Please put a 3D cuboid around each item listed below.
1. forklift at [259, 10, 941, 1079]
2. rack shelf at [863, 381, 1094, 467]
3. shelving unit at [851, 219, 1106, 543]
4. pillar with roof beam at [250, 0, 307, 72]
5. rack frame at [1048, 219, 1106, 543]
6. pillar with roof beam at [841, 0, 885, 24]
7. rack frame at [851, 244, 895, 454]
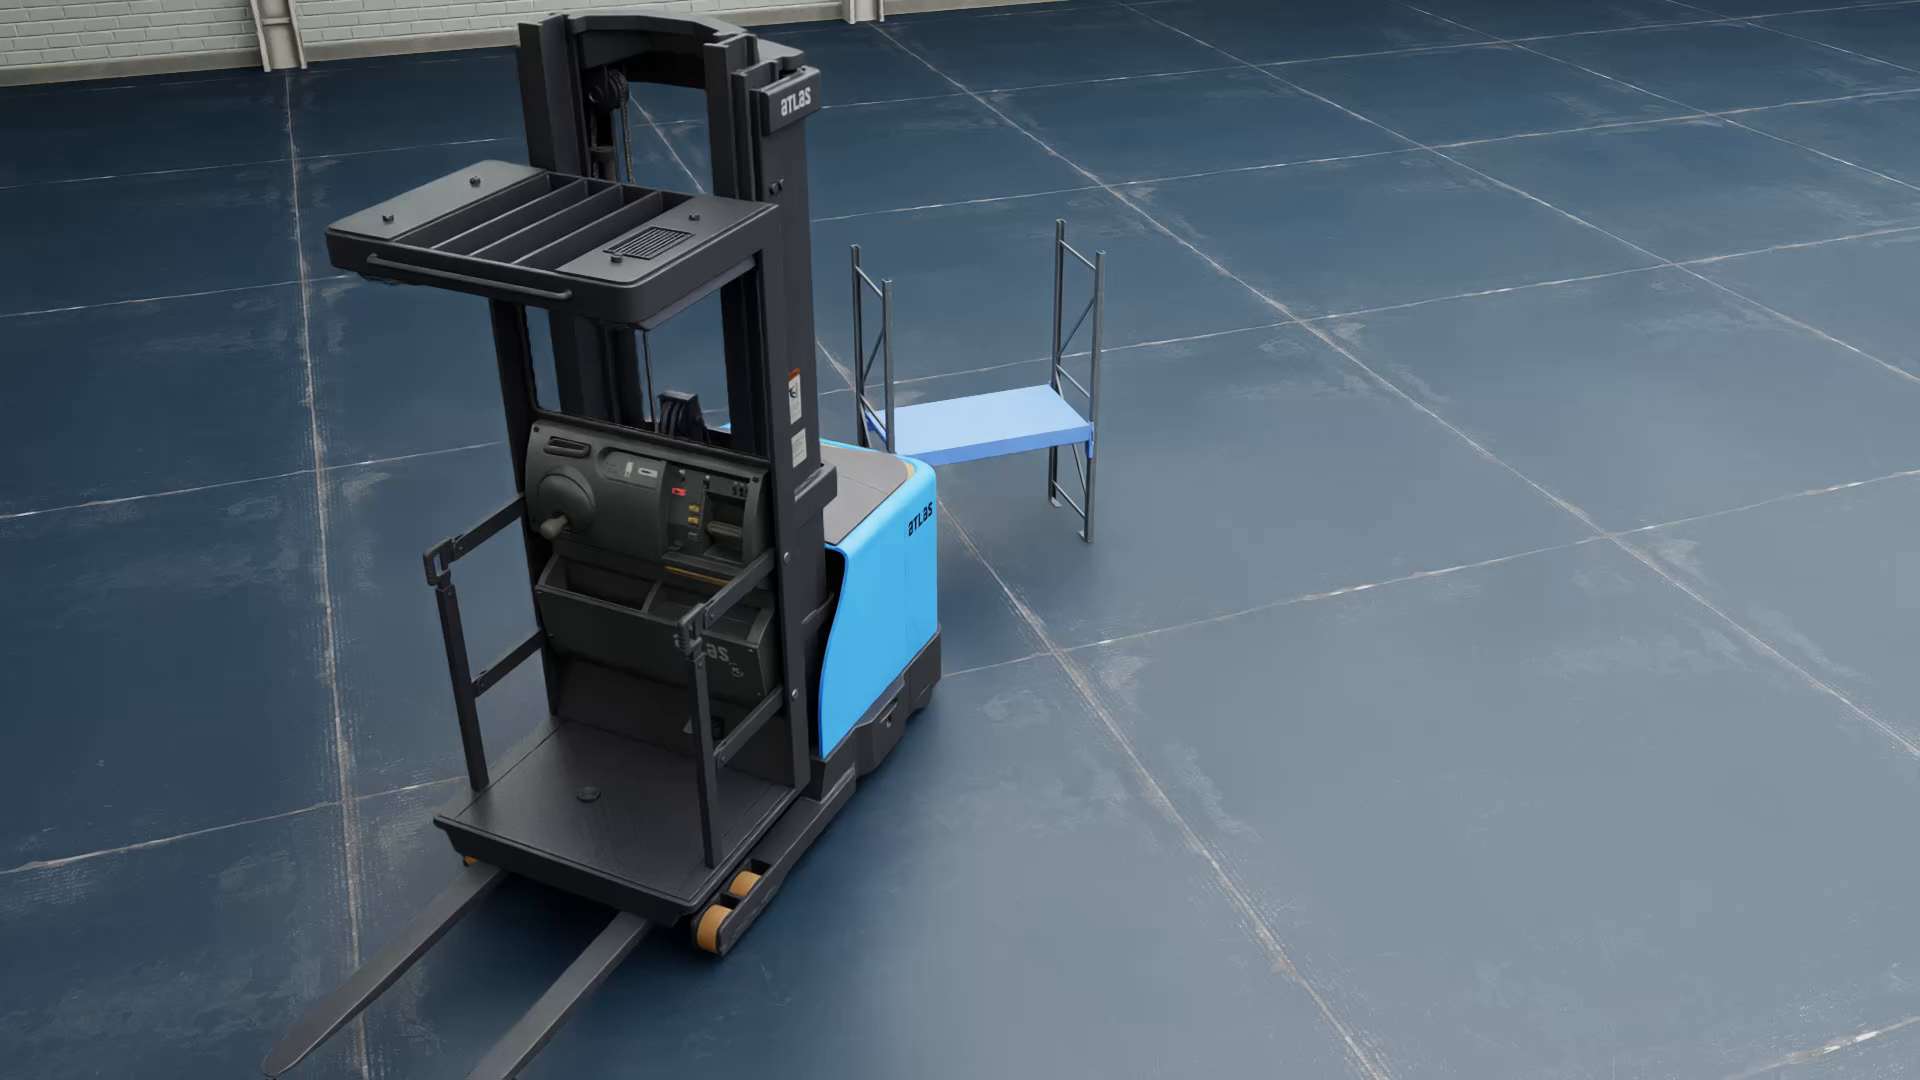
[{"bbox_3d":[-1.164,-0.092,5.450,1.130,2.935,3.031,13,32,22],"label":"forklift"},{"bbox_3d":[0.080,-0.510,7.994,1.000,0.185,0.538,-10,31,-18],"label":"rack shelf"},{"bbox_3d":[0.080,-0.666,7.905,1.048,1.500,0.538,-10,31,-18],"label":"shelving unit"},{"bbox_3d":[-5.189,-6.609,10.761,0.400,9.000,9.100,-10,31,-18],"label":"pillar with roof beam"},{"bbox_3d":[0.556,-0.754,8.059,0.032,1.500,0.500,-10,31,-18],"label":"rack frame"},{"bbox_3d":[0.435,-7.645,12.578,0.400,9.000,9.100,-10,31,-18],"label":"pillar with roof beam"},{"bbox_3d":[-0.396,-0.579,7.751,0.032,1.500,0.500,-10,31,-18],"label":"rack frame"}]
